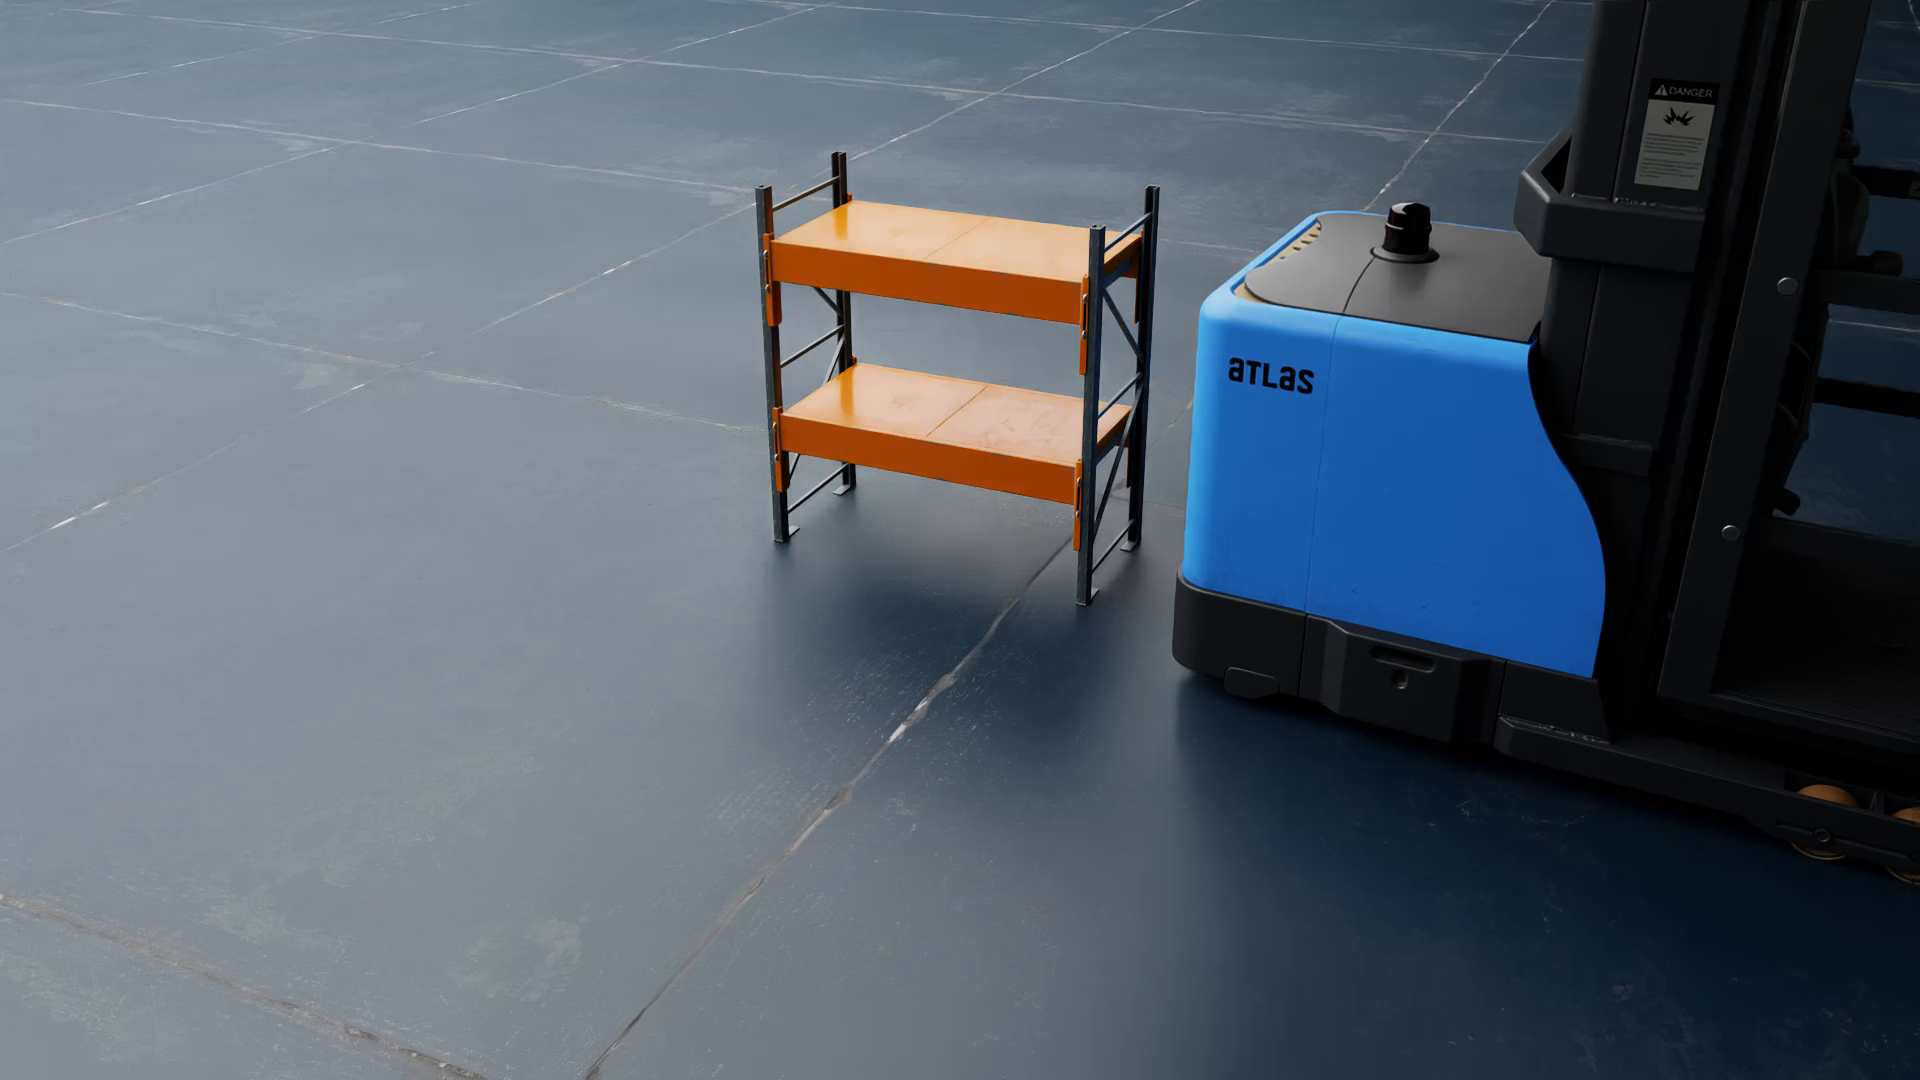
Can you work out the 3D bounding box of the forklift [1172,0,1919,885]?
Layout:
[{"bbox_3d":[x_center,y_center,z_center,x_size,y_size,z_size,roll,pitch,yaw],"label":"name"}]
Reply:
[{"bbox_3d":[2.116,-0.817,3.592,3.031,2.935,1.130,13,29,25],"label":"forklift"}]

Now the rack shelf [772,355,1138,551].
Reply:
[{"bbox_3d":[-0.006,-0.287,5.112,1.000,0.278,0.538,11,28,22],"label":"rack shelf"}]

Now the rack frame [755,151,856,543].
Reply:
[{"bbox_3d":[-0.469,-0.599,5.193,0.032,1.125,0.500,11,28,22],"label":"rack frame"}]

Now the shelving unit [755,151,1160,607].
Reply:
[{"bbox_3d":[-0.006,-0.506,5.004,1.048,1.125,0.538,11,28,22],"label":"shelving unit"}]

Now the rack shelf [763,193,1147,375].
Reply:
[{"bbox_3d":[-0.006,-0.768,4.875,1.000,0.278,0.538,11,28,22],"label":"rack shelf"}]

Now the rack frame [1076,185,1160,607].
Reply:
[{"bbox_3d":[0.457,-0.413,4.815,0.032,1.125,0.500,11,28,22],"label":"rack frame"}]
